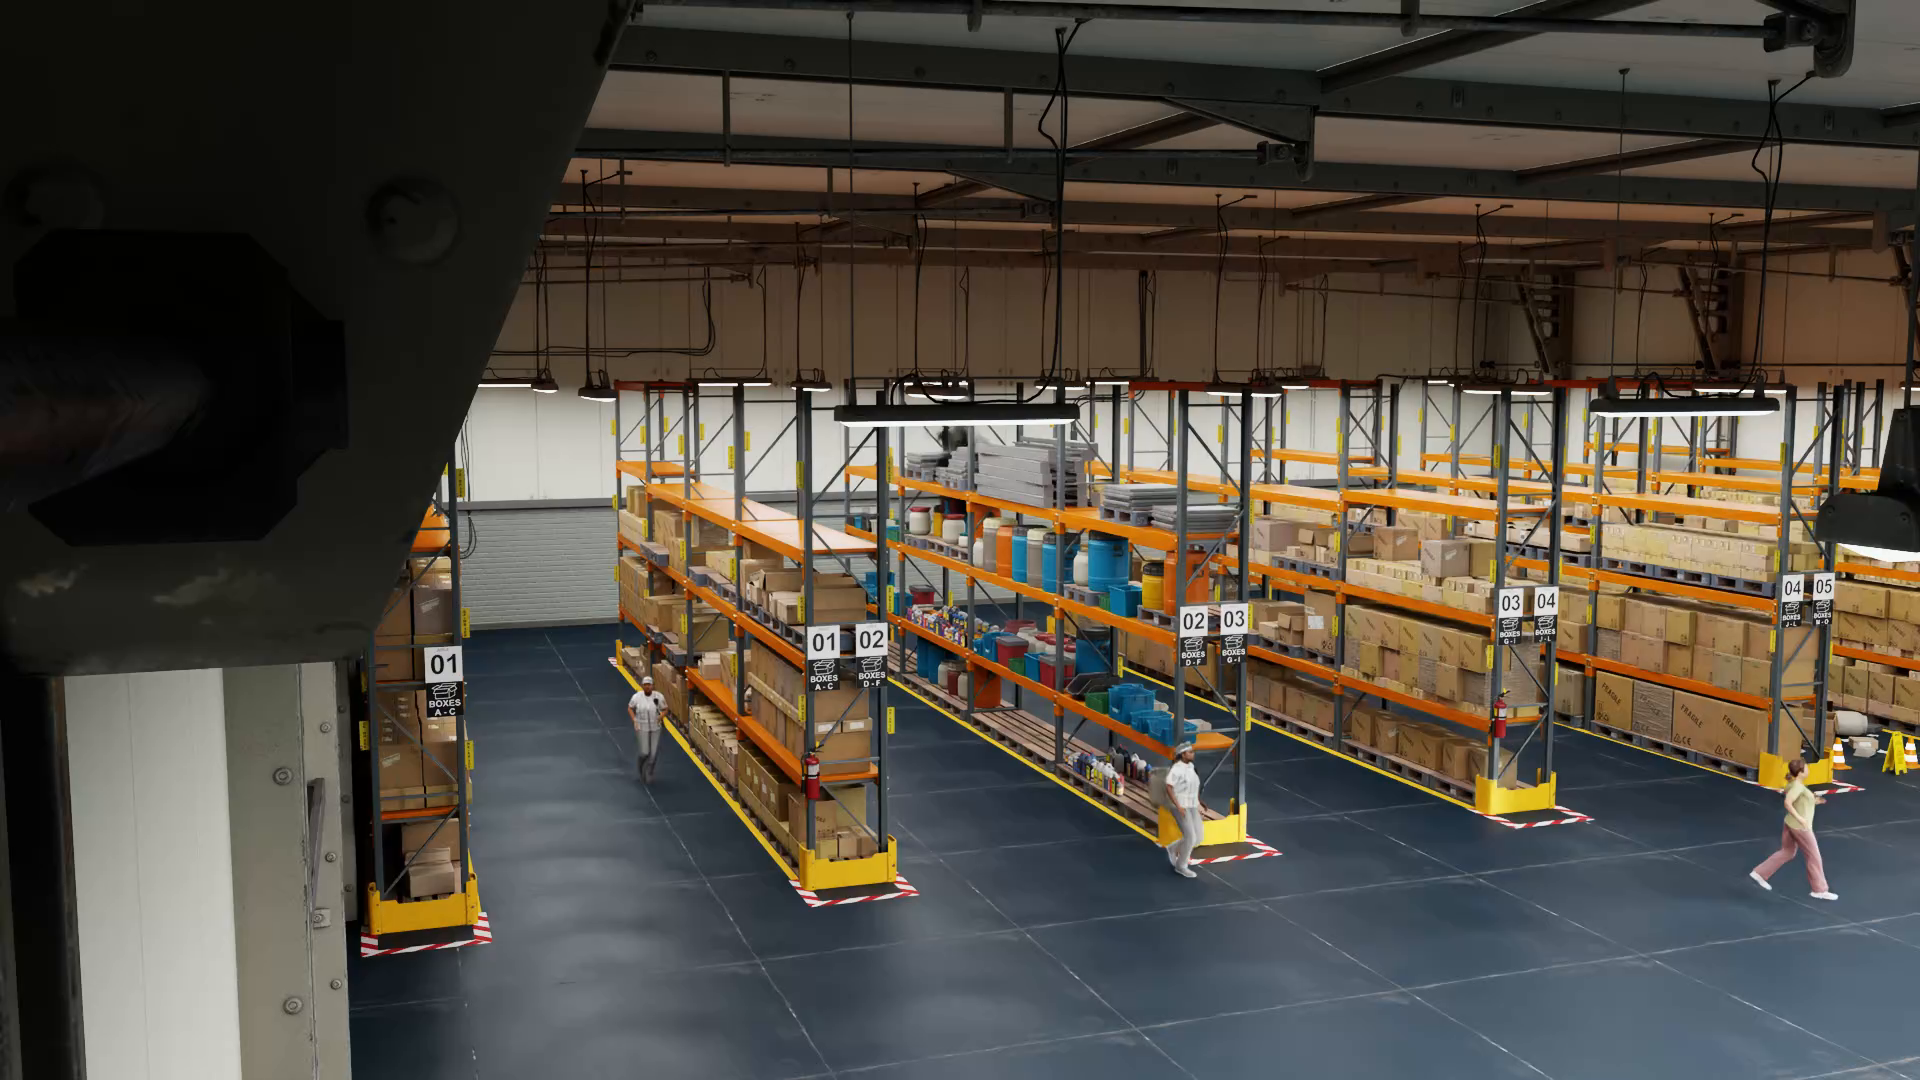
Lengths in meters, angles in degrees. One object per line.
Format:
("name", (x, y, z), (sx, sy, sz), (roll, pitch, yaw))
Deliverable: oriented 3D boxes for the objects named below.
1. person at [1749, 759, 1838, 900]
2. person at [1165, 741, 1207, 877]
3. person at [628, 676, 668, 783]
("person", (9.884, 3.401, 19.642), (0.969, 1.655, 0.574), (1, 6, 6))
("person", (2.828, 3.338, 20.737), (0.482, 1.652, 0.632), (5, 8, 40))
("person", (-4.683, 2.868, 25.083), (0.588, 1.634, 0.567), (-2, 6, -17))
